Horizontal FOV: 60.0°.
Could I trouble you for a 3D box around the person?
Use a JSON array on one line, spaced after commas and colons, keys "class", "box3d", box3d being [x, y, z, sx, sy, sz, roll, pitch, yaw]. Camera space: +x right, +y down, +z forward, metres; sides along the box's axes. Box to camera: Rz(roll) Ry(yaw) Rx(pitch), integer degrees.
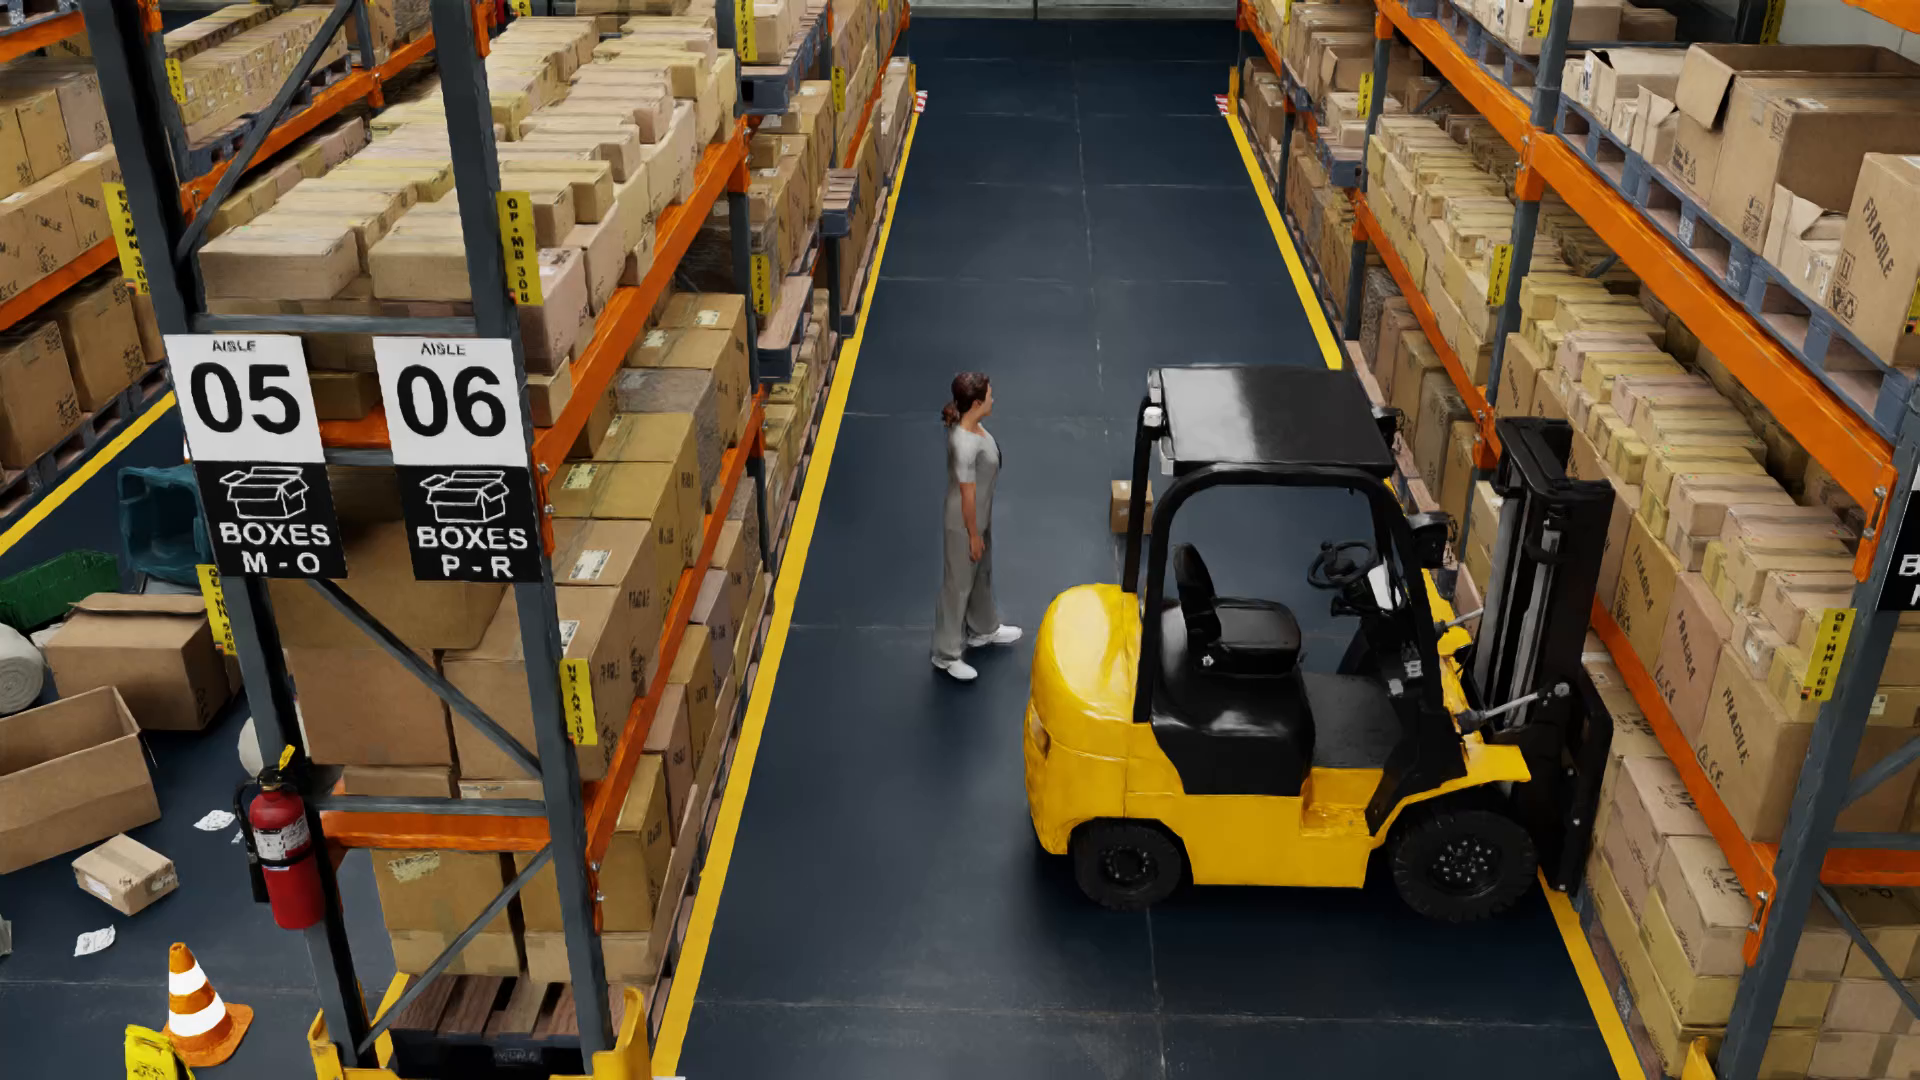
[{"class": "person", "box3d": [0.090, -0.102, 8.767, 0.495, 1.670, 0.545, 1, 28, 3]}]
